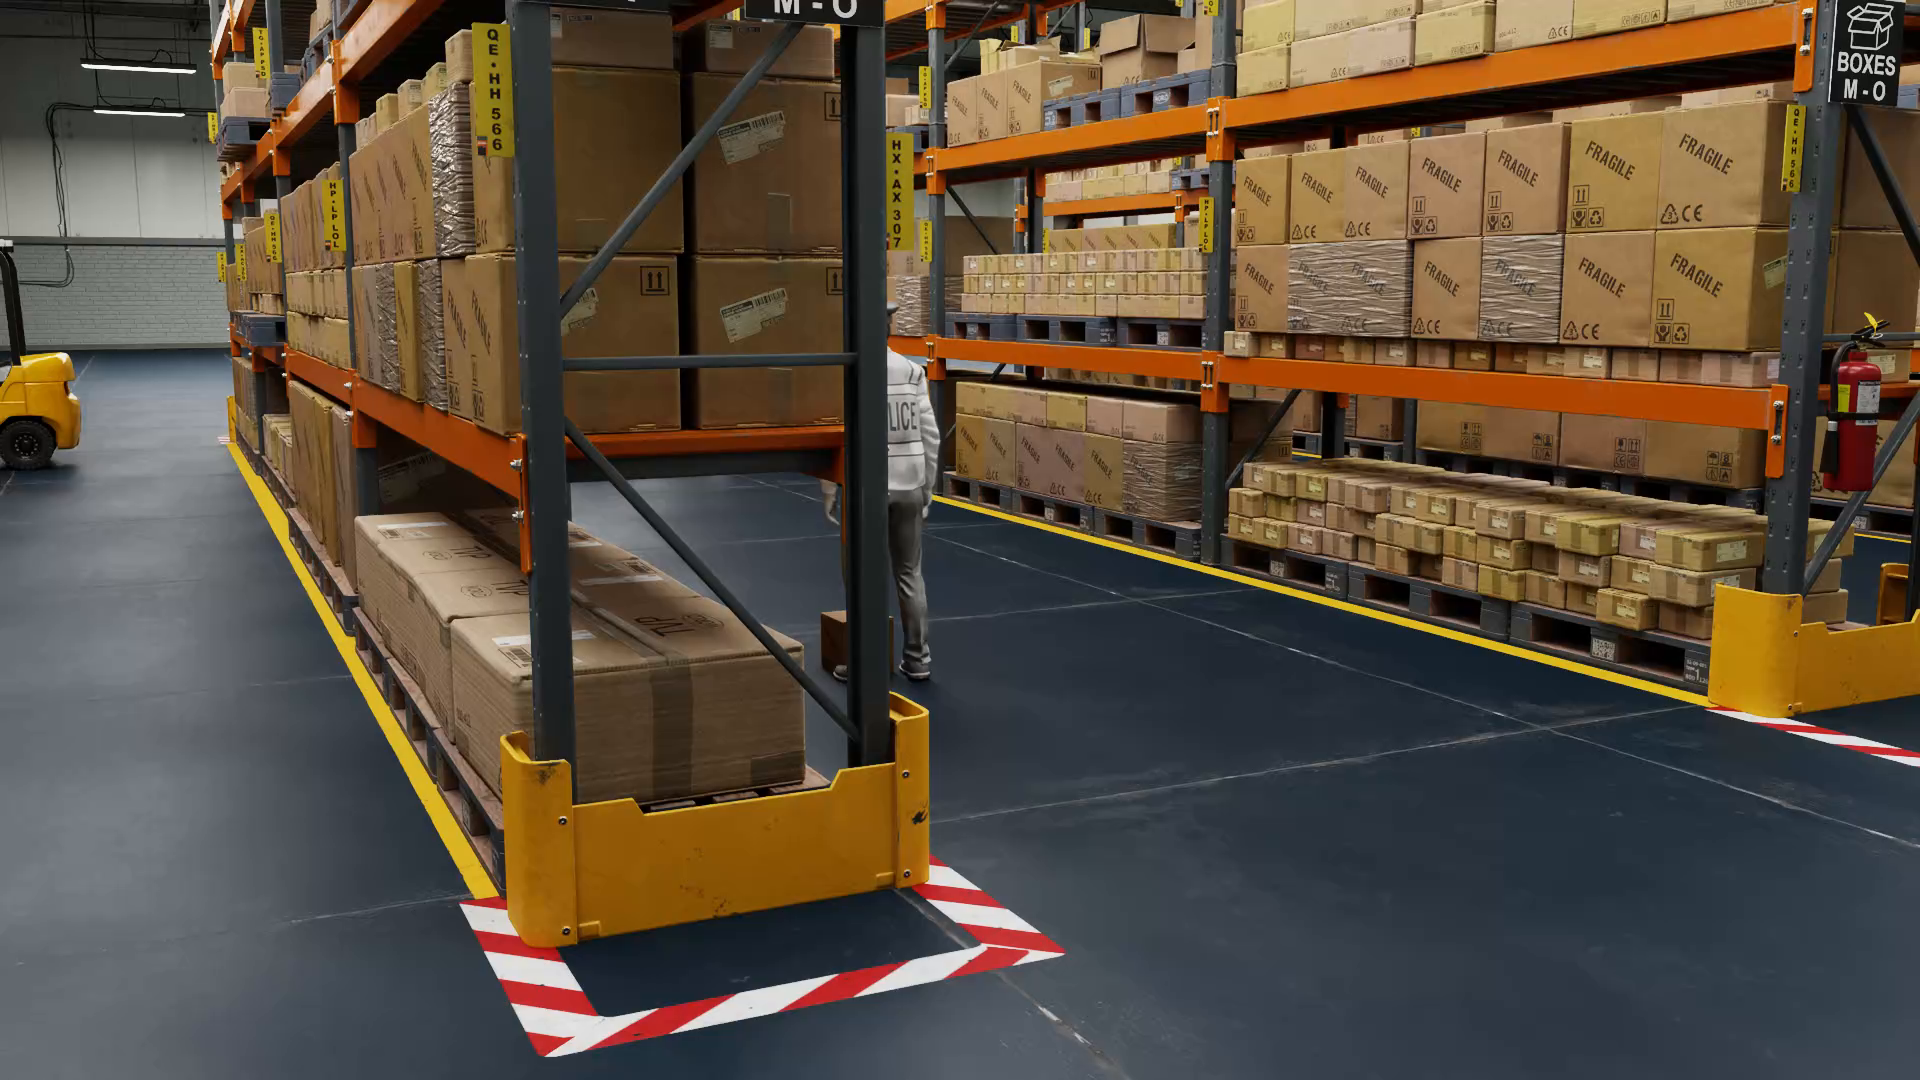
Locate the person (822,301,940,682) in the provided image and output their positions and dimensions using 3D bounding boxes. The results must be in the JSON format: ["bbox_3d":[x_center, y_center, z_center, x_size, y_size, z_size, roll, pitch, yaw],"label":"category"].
[{"bbox_3d":[-0.345,-0.206,7.192,0.529,1.663,0.374,-4,10,-26],"label":"person"}]
